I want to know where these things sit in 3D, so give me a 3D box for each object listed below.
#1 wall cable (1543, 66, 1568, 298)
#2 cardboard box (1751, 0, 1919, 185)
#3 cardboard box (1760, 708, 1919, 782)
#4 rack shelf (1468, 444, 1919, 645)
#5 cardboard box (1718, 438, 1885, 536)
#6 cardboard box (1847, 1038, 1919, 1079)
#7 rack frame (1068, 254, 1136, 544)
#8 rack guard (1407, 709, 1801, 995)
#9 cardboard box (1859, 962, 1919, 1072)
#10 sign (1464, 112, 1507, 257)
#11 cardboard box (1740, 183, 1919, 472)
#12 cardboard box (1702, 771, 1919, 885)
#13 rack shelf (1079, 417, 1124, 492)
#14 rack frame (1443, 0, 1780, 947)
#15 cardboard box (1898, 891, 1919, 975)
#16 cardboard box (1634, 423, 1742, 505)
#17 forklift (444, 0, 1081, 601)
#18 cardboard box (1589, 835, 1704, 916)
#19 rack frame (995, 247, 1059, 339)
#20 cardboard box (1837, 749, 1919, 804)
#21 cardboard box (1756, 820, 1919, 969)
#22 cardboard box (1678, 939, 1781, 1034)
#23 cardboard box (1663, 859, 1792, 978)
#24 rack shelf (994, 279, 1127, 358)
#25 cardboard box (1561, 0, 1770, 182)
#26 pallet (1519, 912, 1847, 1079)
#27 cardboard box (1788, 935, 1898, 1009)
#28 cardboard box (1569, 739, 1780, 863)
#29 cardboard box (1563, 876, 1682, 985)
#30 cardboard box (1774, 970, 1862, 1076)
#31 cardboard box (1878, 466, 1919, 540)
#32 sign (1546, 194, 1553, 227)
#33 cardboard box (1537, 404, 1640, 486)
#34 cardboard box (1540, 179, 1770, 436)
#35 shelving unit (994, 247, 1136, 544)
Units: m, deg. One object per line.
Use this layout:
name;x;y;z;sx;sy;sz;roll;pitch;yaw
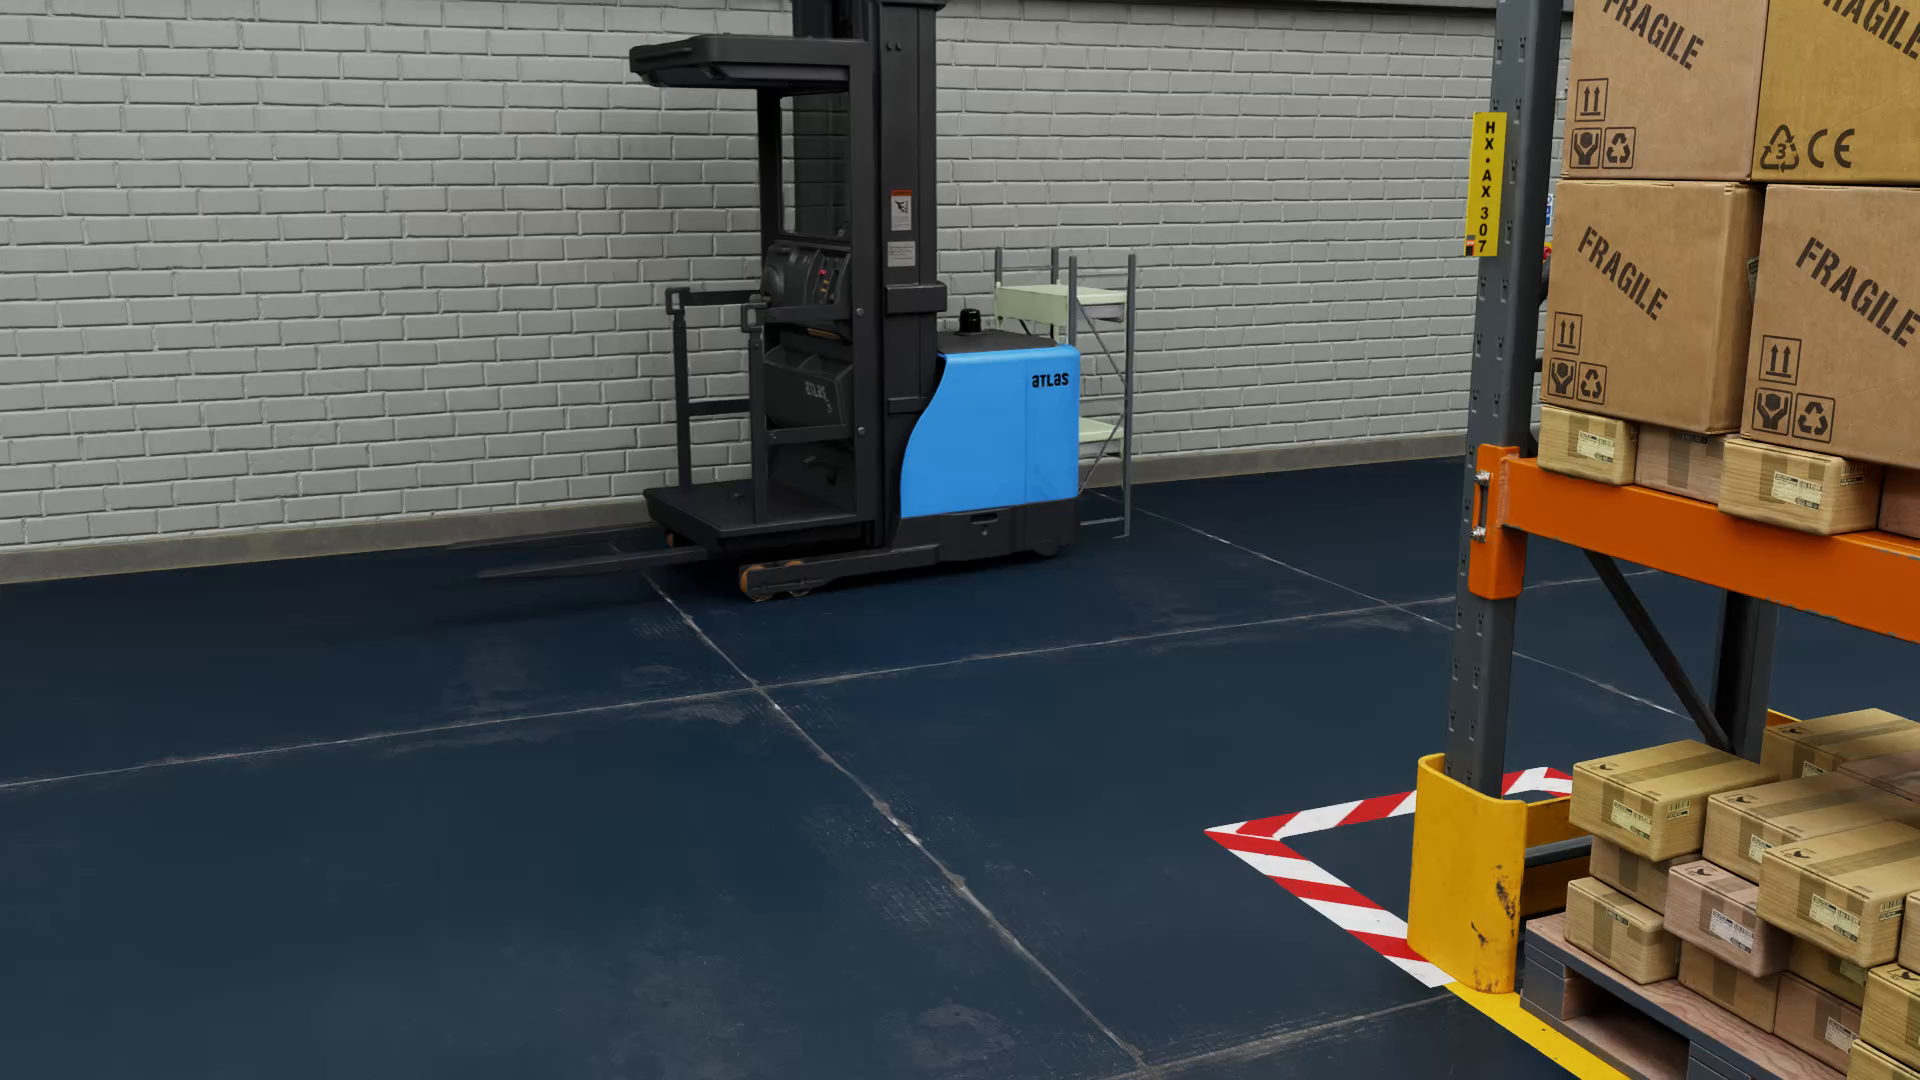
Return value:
wall cable;3.930;-2.590;11.086;0.585;1.953;0.123;-6;14;-23
cardboard box;1.860;-0.909;3.048;0.500;0.500;0.500;-5;14;-21
cardboard box;2.160;0.532;3.991;0.380;0.149;0.250;-5;14;-22
rack shelf;2.517;0.315;2.453;1.077;0.370;4.000;-6;14;-23
cardboard box;1.744;-0.121;3.297;0.380;0.149;0.250;-6;14;-25
cardboard box;1.920;1.033;3.147;0.380;0.149;0.250;-5;14;-22
rack frame;0.732;-0.728;8.689;0.400;1.500;0.023;-7;15;-29
rack guard;1.746;0.785;4.371;1.175;0.500;0.348;-6;14;-23
cardboard box;1.931;0.889;3.108;0.380;0.149;0.250;-5;14;-21
sign;1.218;-0.822;3.848;0.100;0.325;0.005;-6;14;-23
cardboard box;1.880;-0.417;3.136;0.500;0.500;0.500;-6;14;-23
cardboard box;1.835;0.631;3.565;0.380;0.149;0.250;-5;14;-22
rack shelf;0.551;-0.482;9.072;0.431;0.370;0.720;-7;15;-29
rack frame;1.715;-0.449;4.157;1.000;3.000;0.127;-6;14;-23
cardboard box;1.993;0.738;3.101;0.380;0.149;0.250;-6;14;-26
cardboard box;1.685;-0.181;3.558;0.380;0.149;0.250;-5;14;-21
forklift;-0.924;-1.281;7.904;3.031;2.935;1.130;-7;15;-28
cardboard box;1.690;0.722;3.830;0.380;0.149;0.250;-5;14;-21
rack frame;0.369;-0.871;9.308;0.400;1.500;0.023;-7;15;-29
cardboard box;2.208;0.589;3.744;0.380;0.149;0.250;-5;14;-22
cardboard box;1.818;0.694;3.290;0.380;0.149;0.250;-6;14;-23
cardboard box;1.812;0.919;3.637;0.380;0.149;0.250;-6;14;-23
cardboard box;1.748;0.784;3.564;0.380;0.149;0.250;-6;14;-23
rack shelf;0.551;-1.180;8.911;0.431;0.370;0.720;-7;15;-29
cardboard box;1.652;-1.013;3.496;0.500;0.500;0.500;-6;14;-23
pallet;2.039;1.096;3.665;1.003;0.211;1.213;-6;14;-23
cardboard box;1.927;0.826;3.380;0.380;0.149;0.250;-5;14;-22
cardboard box;1.614;0.584;3.764;0.380;0.149;0.250;-6;14;-26
cardboard box;1.632;0.872;3.839;0.380;0.149;0.250;-5;14;-22
cardboard box;1.918;0.970;3.418;0.380;0.149;0.250;-5;14;-22
cardboard box;1.973;-0.080;3.119;0.380;0.149;0.250;-5;14;-20
sign;3.862;-2.220;11.209;0.327;0.218;0.001;-6;14;-23
cardboard box;1.545;-0.230;3.769;0.380;0.149;0.250;-6;14;-23
cardboard box;1.642;-0.525;3.604;0.500;0.500;0.500;-5;14;-20
shelving unit;0.551;-0.800;8.999;0.431;1.500;0.755;-7;15;-29
